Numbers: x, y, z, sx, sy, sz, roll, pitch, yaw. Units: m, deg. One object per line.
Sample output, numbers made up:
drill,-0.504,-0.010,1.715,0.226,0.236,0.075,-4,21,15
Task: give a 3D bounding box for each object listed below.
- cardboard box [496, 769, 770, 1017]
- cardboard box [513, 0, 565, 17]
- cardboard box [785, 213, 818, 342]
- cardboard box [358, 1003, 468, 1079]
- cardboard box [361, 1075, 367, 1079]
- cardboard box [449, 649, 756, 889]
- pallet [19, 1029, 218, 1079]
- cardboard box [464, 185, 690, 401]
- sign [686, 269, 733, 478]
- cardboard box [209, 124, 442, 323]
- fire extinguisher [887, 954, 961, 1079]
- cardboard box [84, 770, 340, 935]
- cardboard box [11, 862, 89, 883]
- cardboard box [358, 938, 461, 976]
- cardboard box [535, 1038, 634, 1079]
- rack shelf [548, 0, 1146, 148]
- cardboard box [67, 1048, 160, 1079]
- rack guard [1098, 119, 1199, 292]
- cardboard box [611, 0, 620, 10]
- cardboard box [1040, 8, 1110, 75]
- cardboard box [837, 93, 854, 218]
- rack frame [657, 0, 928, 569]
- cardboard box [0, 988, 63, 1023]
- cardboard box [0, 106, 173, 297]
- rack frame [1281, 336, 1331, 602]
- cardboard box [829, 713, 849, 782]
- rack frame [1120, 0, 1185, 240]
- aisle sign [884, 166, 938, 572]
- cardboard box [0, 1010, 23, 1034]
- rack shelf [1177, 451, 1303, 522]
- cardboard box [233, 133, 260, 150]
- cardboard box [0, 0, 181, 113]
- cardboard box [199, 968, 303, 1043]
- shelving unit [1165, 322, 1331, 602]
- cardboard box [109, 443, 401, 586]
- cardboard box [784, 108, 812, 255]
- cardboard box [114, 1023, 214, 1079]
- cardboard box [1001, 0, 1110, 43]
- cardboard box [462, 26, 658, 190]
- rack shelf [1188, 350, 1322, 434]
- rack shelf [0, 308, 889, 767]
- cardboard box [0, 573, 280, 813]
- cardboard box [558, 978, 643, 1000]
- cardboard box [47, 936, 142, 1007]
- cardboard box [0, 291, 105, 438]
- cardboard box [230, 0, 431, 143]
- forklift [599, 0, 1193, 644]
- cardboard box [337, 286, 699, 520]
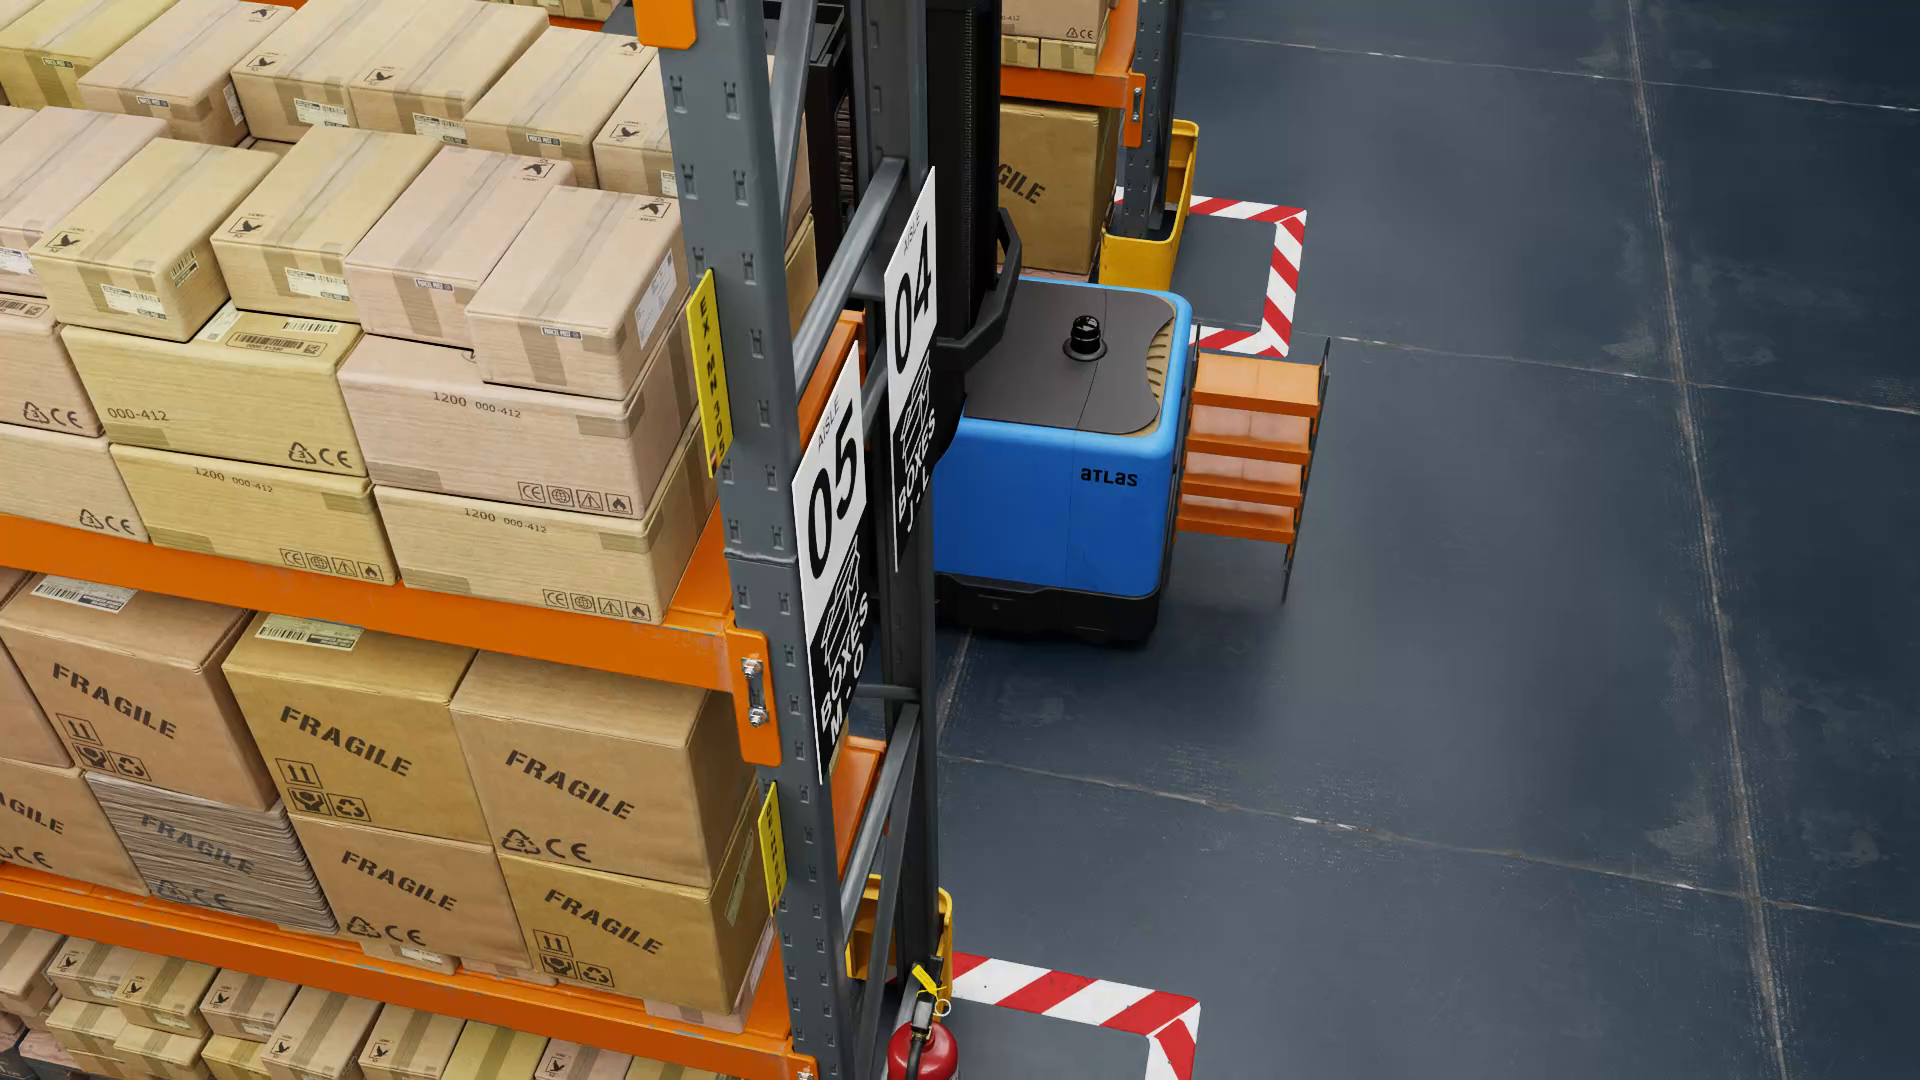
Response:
cardboard box,-0.729,0.745,3.986,0.500,0.500,0.500,10,45,10
cardboard box,-1.969,-2.686,8.019,0.250,0.149,0.380,8,44,8
cardboard box,-0.616,-0.485,3.496,0.500,0.250,0.500,10,45,11
cardboard box,-1.558,1.423,4.893,0.250,0.149,0.380,7,44,7
cardboard box,-1.827,1.517,5.009,0.250,0.149,0.380,9,45,10
cardboard box,-0.735,0.378,3.647,0.500,0.500,0.500,8,44,8
pallet,-2.280,1.442,5.559,1.213,0.211,1.003,9,45,9
cardboard box,-0.622,-0.420,2.780,0.250,0.149,0.380,8,45,9
sign,-0.375,-0.245,2.500,0.005,0.325,0.100,9,45,9
cardboard box,-1.092,-0.562,2.928,0.250,0.149,0.380,8,44,8
fire extinguisher,-0.089,1.295,4.026,0.183,0.674,0.296,9,45,9
cardboard box,-1.727,0.593,4.144,0.500,0.500,0.500,9,45,9
cardboard box,-2.365,0.707,4.494,0.250,0.149,0.380,10,45,11
cardboard box,-1.350,0.901,4.292,0.250,0.149,0.380,10,45,10
cardboard box,-1.038,1.458,4.856,0.250,0.149,0.380,10,45,10
rack shelf,-1.004,-2.603,8.270,4.000,0.370,1.077,9,45,9
cardboard box,-2.577,1.494,5.248,0.250,0.149,0.380,8,44,8
rack guard,0.971,-1.655,8.569,0.348,0.500,1.175,9,45,9
cardboard box,-1.475,-2.608,7.938,0.250,0.149,0.380,9,45,10
cardboard box,0.528,-2.300,7.617,0.250,0.149,0.380,10,45,10
cardboard box,-0.582,-2.125,8.485,0.875,0.875,0.875,9,45,9
rack frame,-0.234,-1.379,2.154,0.127,3.000,1.000,9,45,9
cardboard box,-2.815,1.307,5.227,0.250,0.149,0.380,11,45,11
cardboard box,-1.608,-0.608,2.975,0.250,0.149,0.380,8,44,8
rack frame,1.371,-0.255,6.609,0.015,1.200,0.240,7,44,8
cardboard box,-0.478,0.602,4.603,0.250,0.149,0.380,8,45,9
rack frame,0.948,-2.559,7.706,0.127,3.000,1.000,9,45,9
aisle sign,-0.097,-0.346,3.532,0.004,0.787,0.394,9,45,9
cardboard box,-3.080,1.372,5.374,0.250,0.149,0.380,8,44,8
rack shelf,1.131,-0.237,6.688,0.480,0.148,0.258,7,44,8
cardboard box,-1.605,-0.830,3.494,0.500,0.250,0.500,9,45,10
cardboard box,-1.742,-1.022,3.406,0.250,0.149,0.380,10,45,10
cardboard box,-2.065,1.305,5.015,0.250,0.149,0.380,7,44,8
shelving unit,1.131,-0.285,6.641,0.503,1.200,0.258,7,44,8
cardboard box,-1.235,-0.207,3.207,0.500,0.250,0.500,9,45,9
cardboard box,-0.615,-0.668,3.326,0.500,0.250,0.500,9,45,10
cardboard box,-2.348,1.443,5.087,0.250,0.149,0.380,9,45,9
cardboard box,0.417,-2.506,7.544,0.500,0.250,0.500,8,45,8
cardboard box,-0.745,-0.822,3.198,0.250,0.149,0.380,11,45,11
rack shelf,1.131,-0.569,6.369,0.480,0.148,0.258,7,44,8
rack shelf,-2.186,-0.342,3.758,4.000,0.370,1.077,9,45,9
cardboard box,-1.739,0.228,3.802,0.500,0.500,0.500,11,45,11
cardboard box,-0.848,0.952,4.240,0.250,0.149,0.380,9,45,9
cardboard box,-2.559,1.220,5.103,0.250,0.149,0.380,7,44,7
cardboard box,-1.738,-0.478,3.128,0.500,0.250,0.500,9,45,10
cardboard box,-1.231,-0.950,3.331,0.250,0.149,0.380,9,45,10
forklift,-0.619,-1.135,6.276,3.031,2.935,1.130,7,44,8
cardboard box,-0.739,-0.322,2.966,0.500,0.250,0.500,8,44,8
